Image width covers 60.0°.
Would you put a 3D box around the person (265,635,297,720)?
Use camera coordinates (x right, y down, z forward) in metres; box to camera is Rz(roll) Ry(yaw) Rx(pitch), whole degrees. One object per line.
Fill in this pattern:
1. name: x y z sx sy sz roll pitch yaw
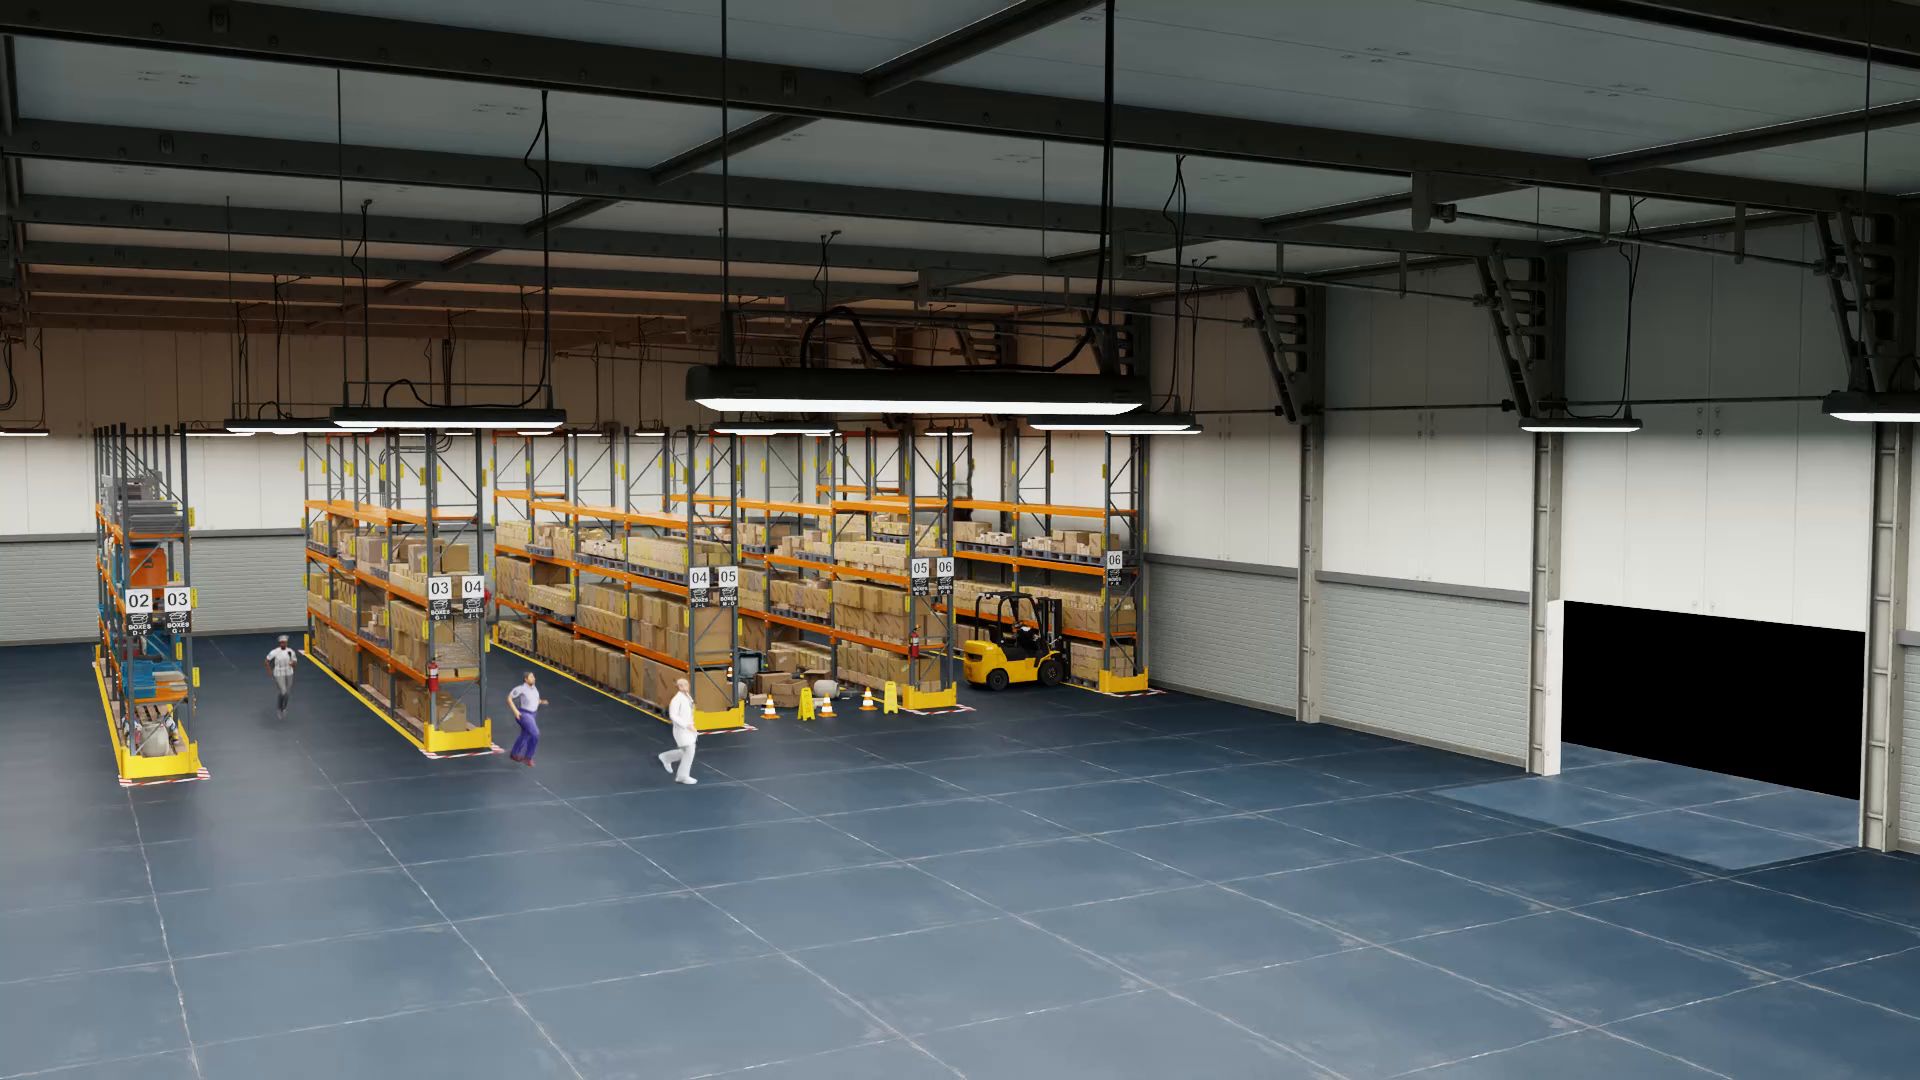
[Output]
1. person: -13.892 2.815 34.138 0.542 1.733 0.716 -3 5 -43

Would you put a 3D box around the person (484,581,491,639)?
1. person: -13.693 2.006 47.521 0.526 1.692 0.689 -3 5 -40

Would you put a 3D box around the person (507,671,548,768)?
1. person: -7.594 3.145 29.179 0.733 1.700 0.595 1 4 12

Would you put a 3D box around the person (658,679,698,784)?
1. person: -4.698 3.177 27.736 0.716 1.757 0.712 1 3 9
